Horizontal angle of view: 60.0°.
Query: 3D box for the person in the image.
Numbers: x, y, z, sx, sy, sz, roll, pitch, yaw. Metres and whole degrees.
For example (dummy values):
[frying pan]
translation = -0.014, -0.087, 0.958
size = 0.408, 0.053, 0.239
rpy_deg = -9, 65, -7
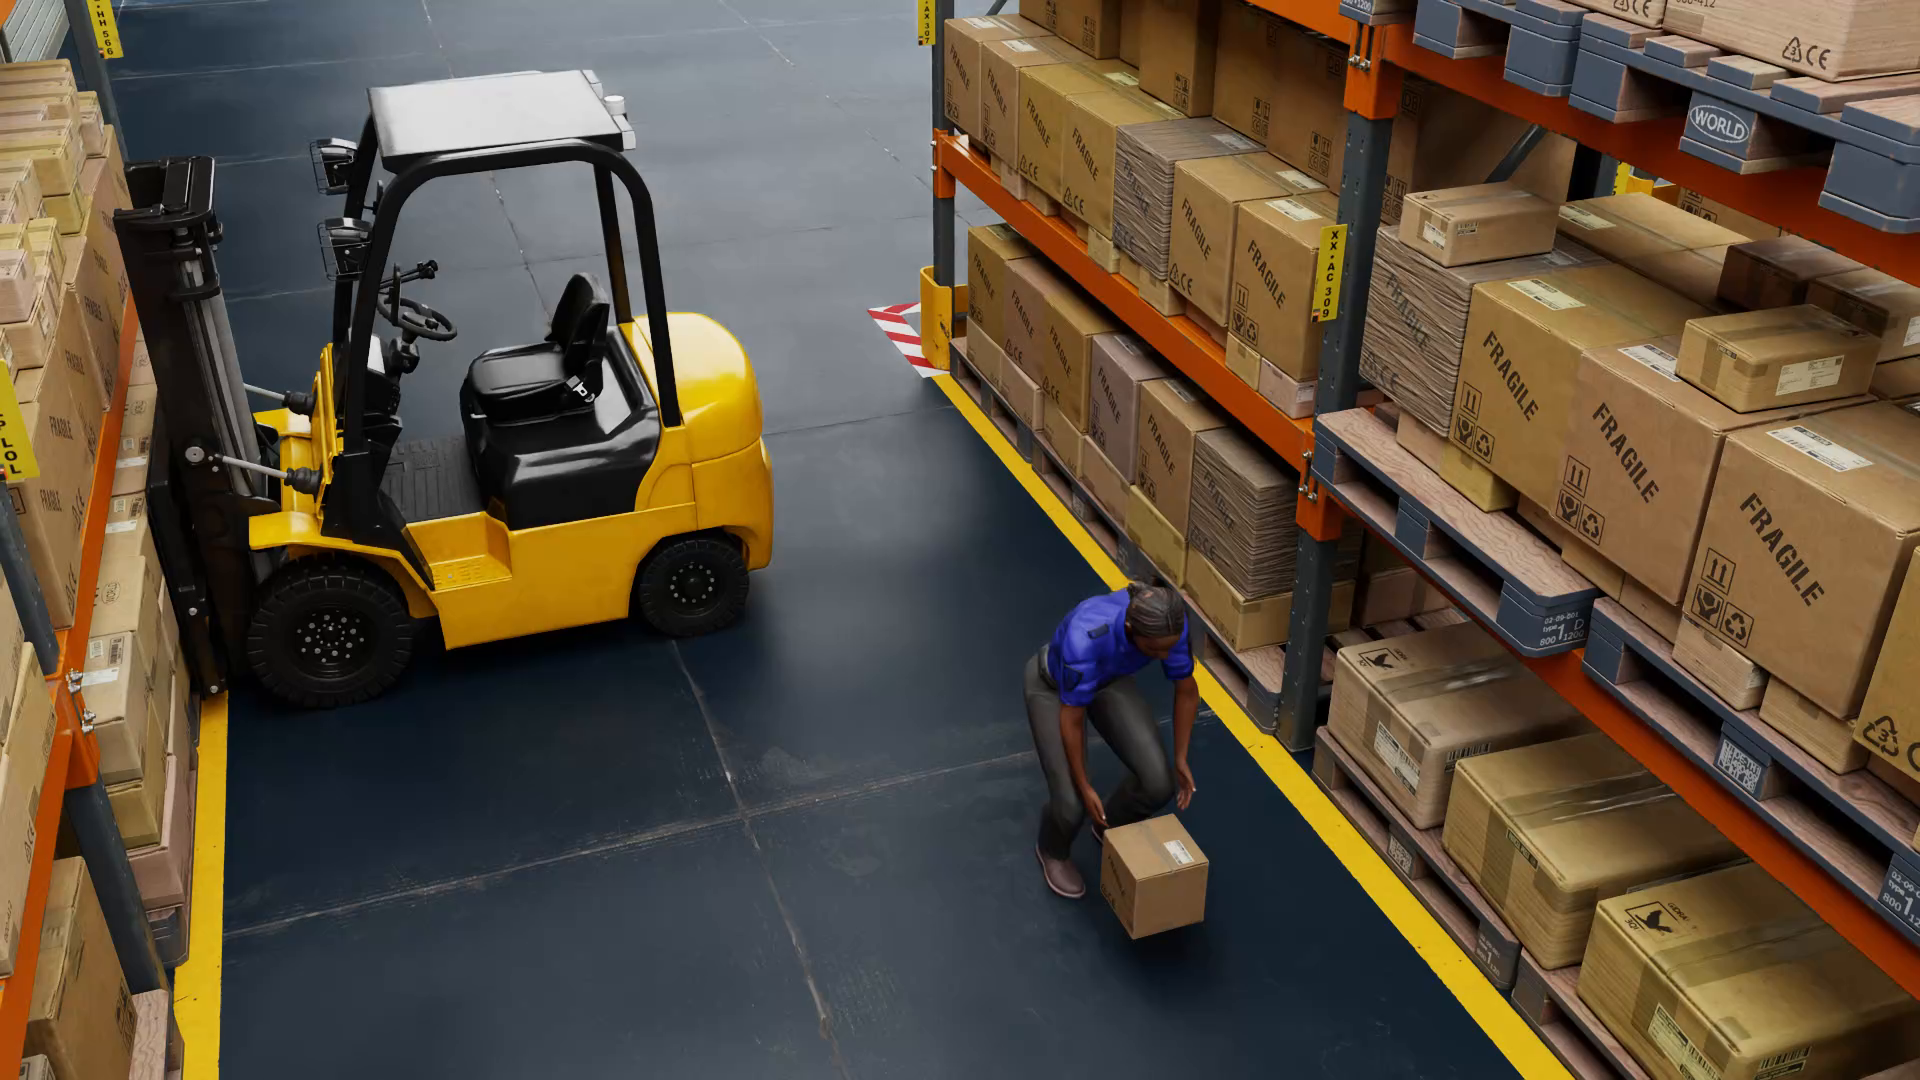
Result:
[person]
translation = 0.502, 0.593, 5.495
size = 0.497, 1.280, 0.681
rpy_deg = -11, 32, -18
